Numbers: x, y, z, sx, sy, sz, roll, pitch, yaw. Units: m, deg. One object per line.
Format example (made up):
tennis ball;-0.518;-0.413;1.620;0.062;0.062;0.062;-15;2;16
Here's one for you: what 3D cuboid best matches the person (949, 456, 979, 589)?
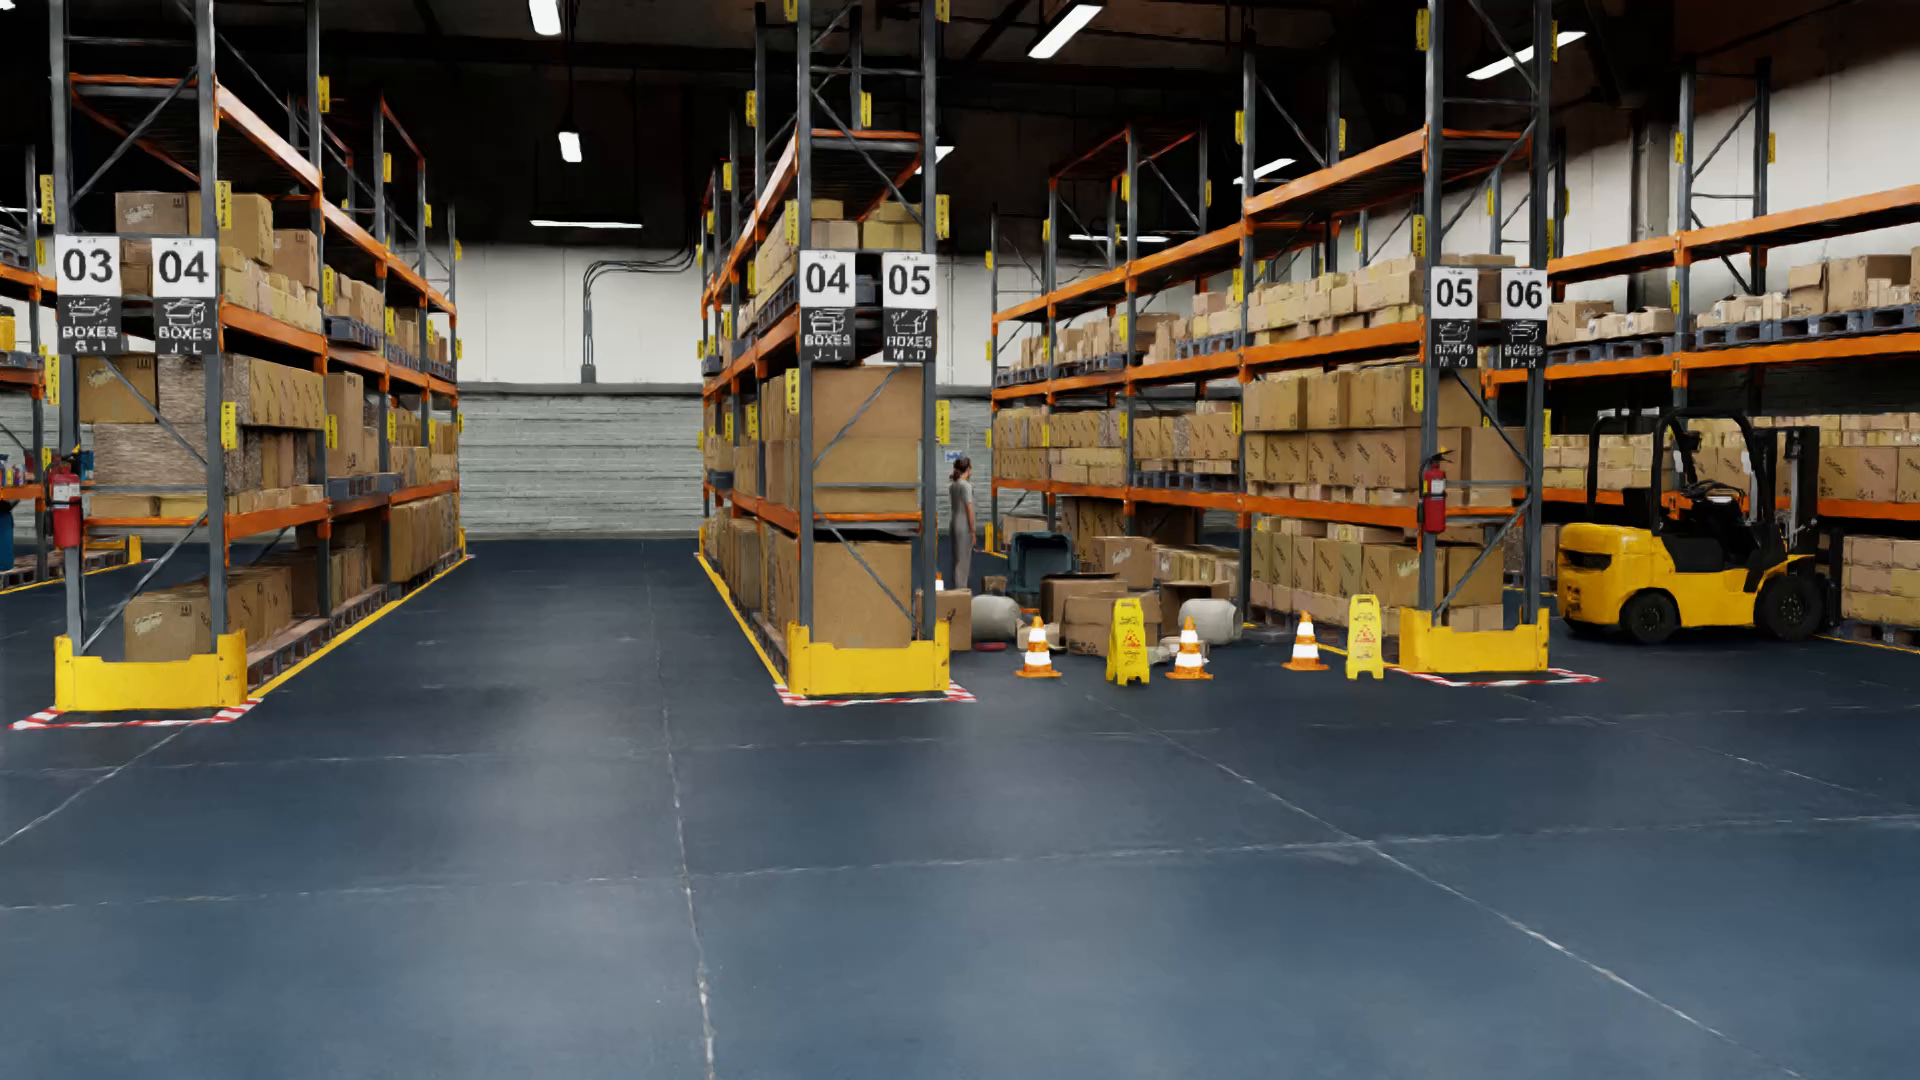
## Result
person;0.052;-0.087;18.316;0.369;1.680;0.527;-1;3;-20
